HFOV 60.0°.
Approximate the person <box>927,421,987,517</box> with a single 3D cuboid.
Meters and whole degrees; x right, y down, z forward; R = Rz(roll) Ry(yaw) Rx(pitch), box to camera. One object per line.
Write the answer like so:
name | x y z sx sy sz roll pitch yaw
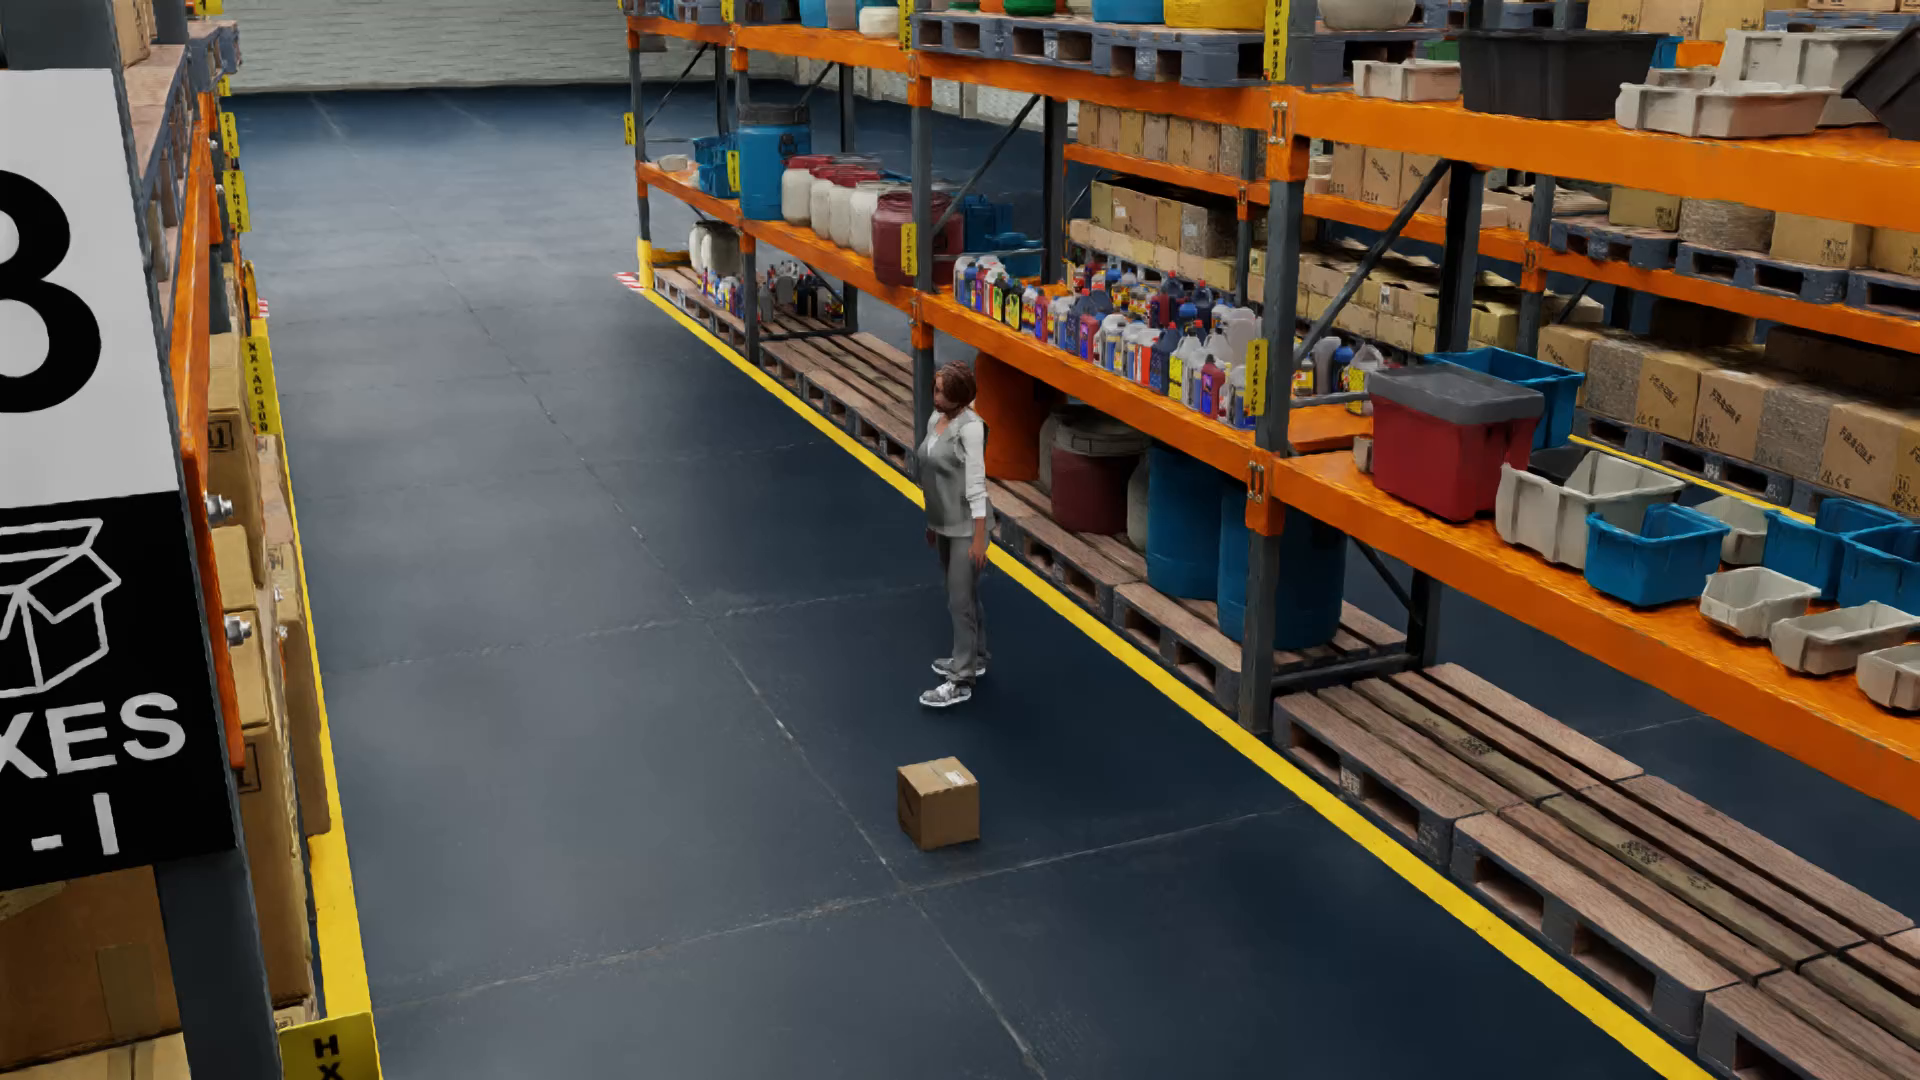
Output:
person | -0.013 -0.318 7.549 0.300 0.538 0.465 -8 21 -22
